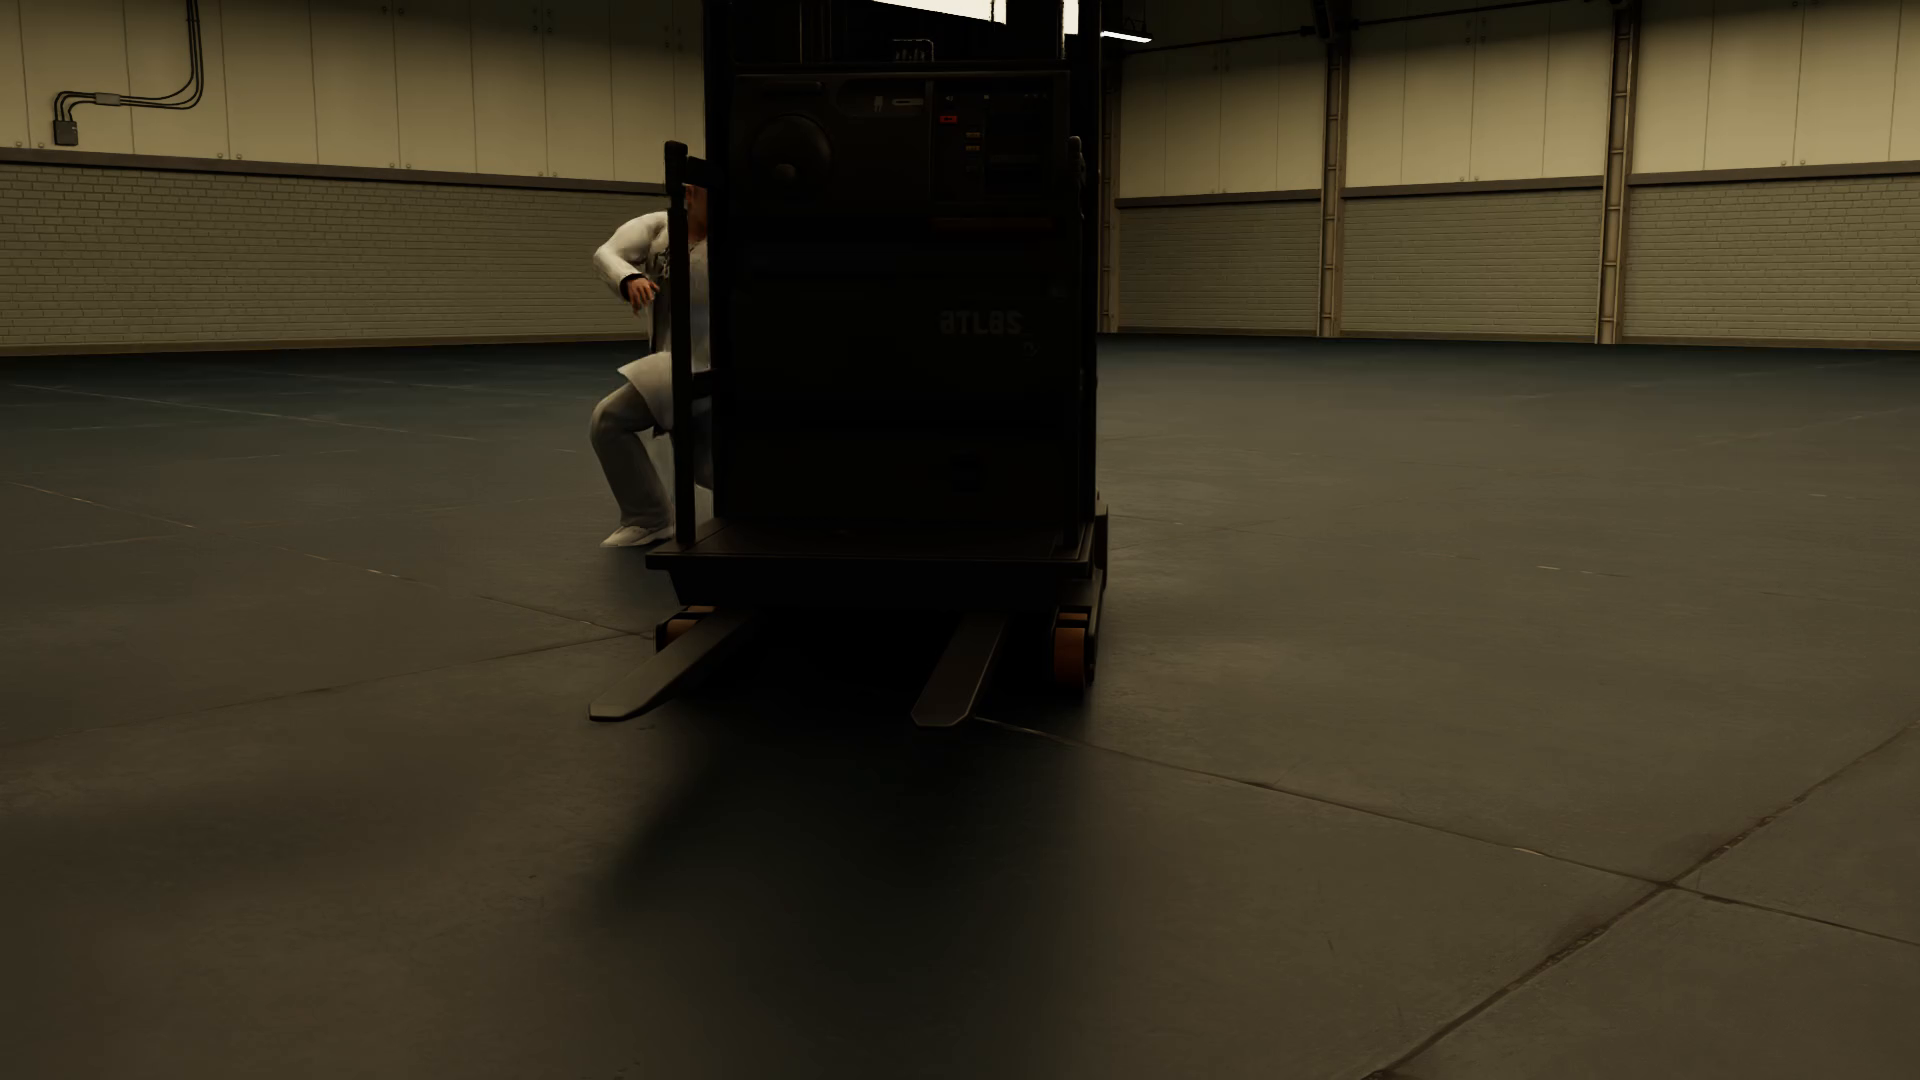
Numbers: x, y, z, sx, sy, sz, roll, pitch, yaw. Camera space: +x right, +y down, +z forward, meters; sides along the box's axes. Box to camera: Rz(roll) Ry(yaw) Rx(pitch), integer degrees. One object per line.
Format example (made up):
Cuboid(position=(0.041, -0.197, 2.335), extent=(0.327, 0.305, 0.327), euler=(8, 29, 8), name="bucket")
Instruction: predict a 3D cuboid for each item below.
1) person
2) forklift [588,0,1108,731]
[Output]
Cuboid(position=(-0.972, -0.715, 6.604), extent=(0.973, 1.537, 0.723), euler=(-5, 10, -31), name="person")
Cuboid(position=(-0.186, -1.121, 4.320), extent=(1.130, 2.935, 3.031), euler=(1, 9, 6), name="forklift")
